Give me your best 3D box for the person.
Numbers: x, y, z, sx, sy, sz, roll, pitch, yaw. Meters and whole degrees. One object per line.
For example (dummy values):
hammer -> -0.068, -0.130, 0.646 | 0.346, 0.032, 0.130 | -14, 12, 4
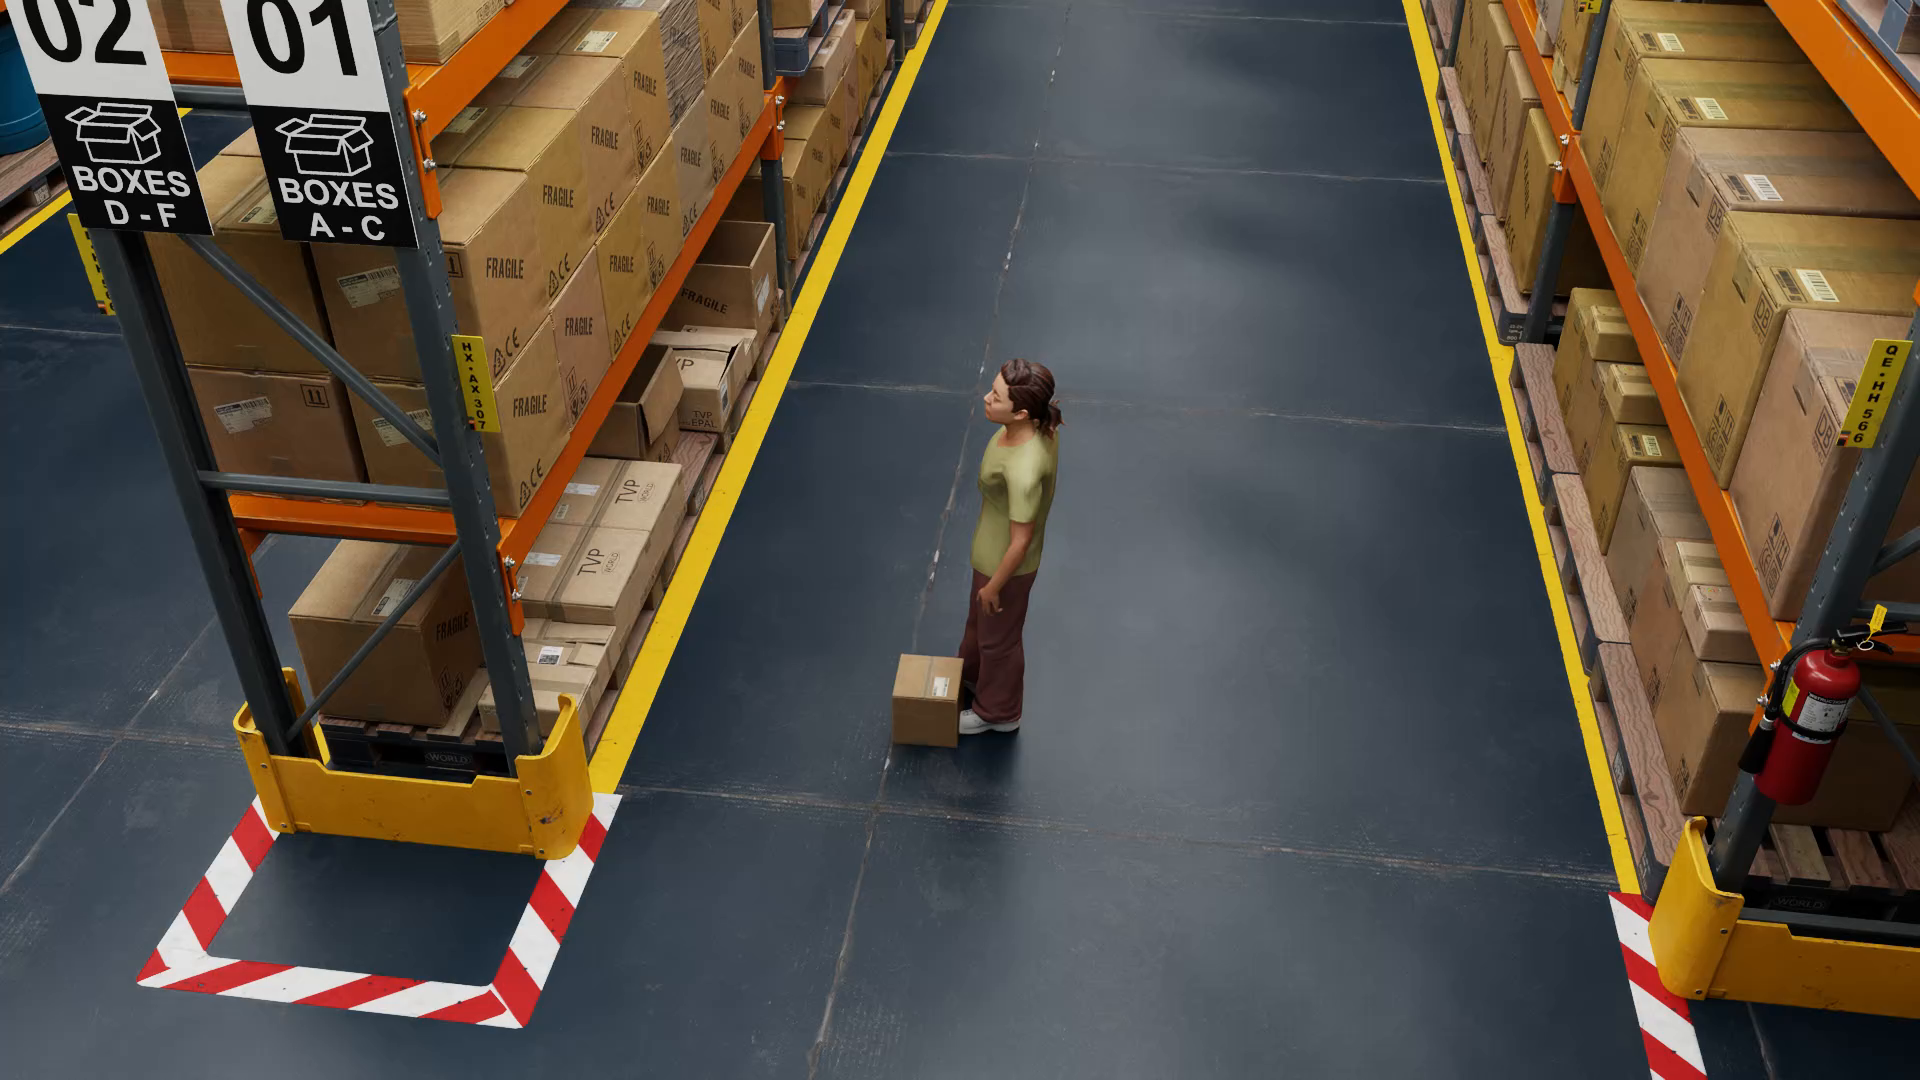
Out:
person -> 0.097, 0.045, 6.072 | 0.547, 1.673, 0.553 | 4, 36, 6
